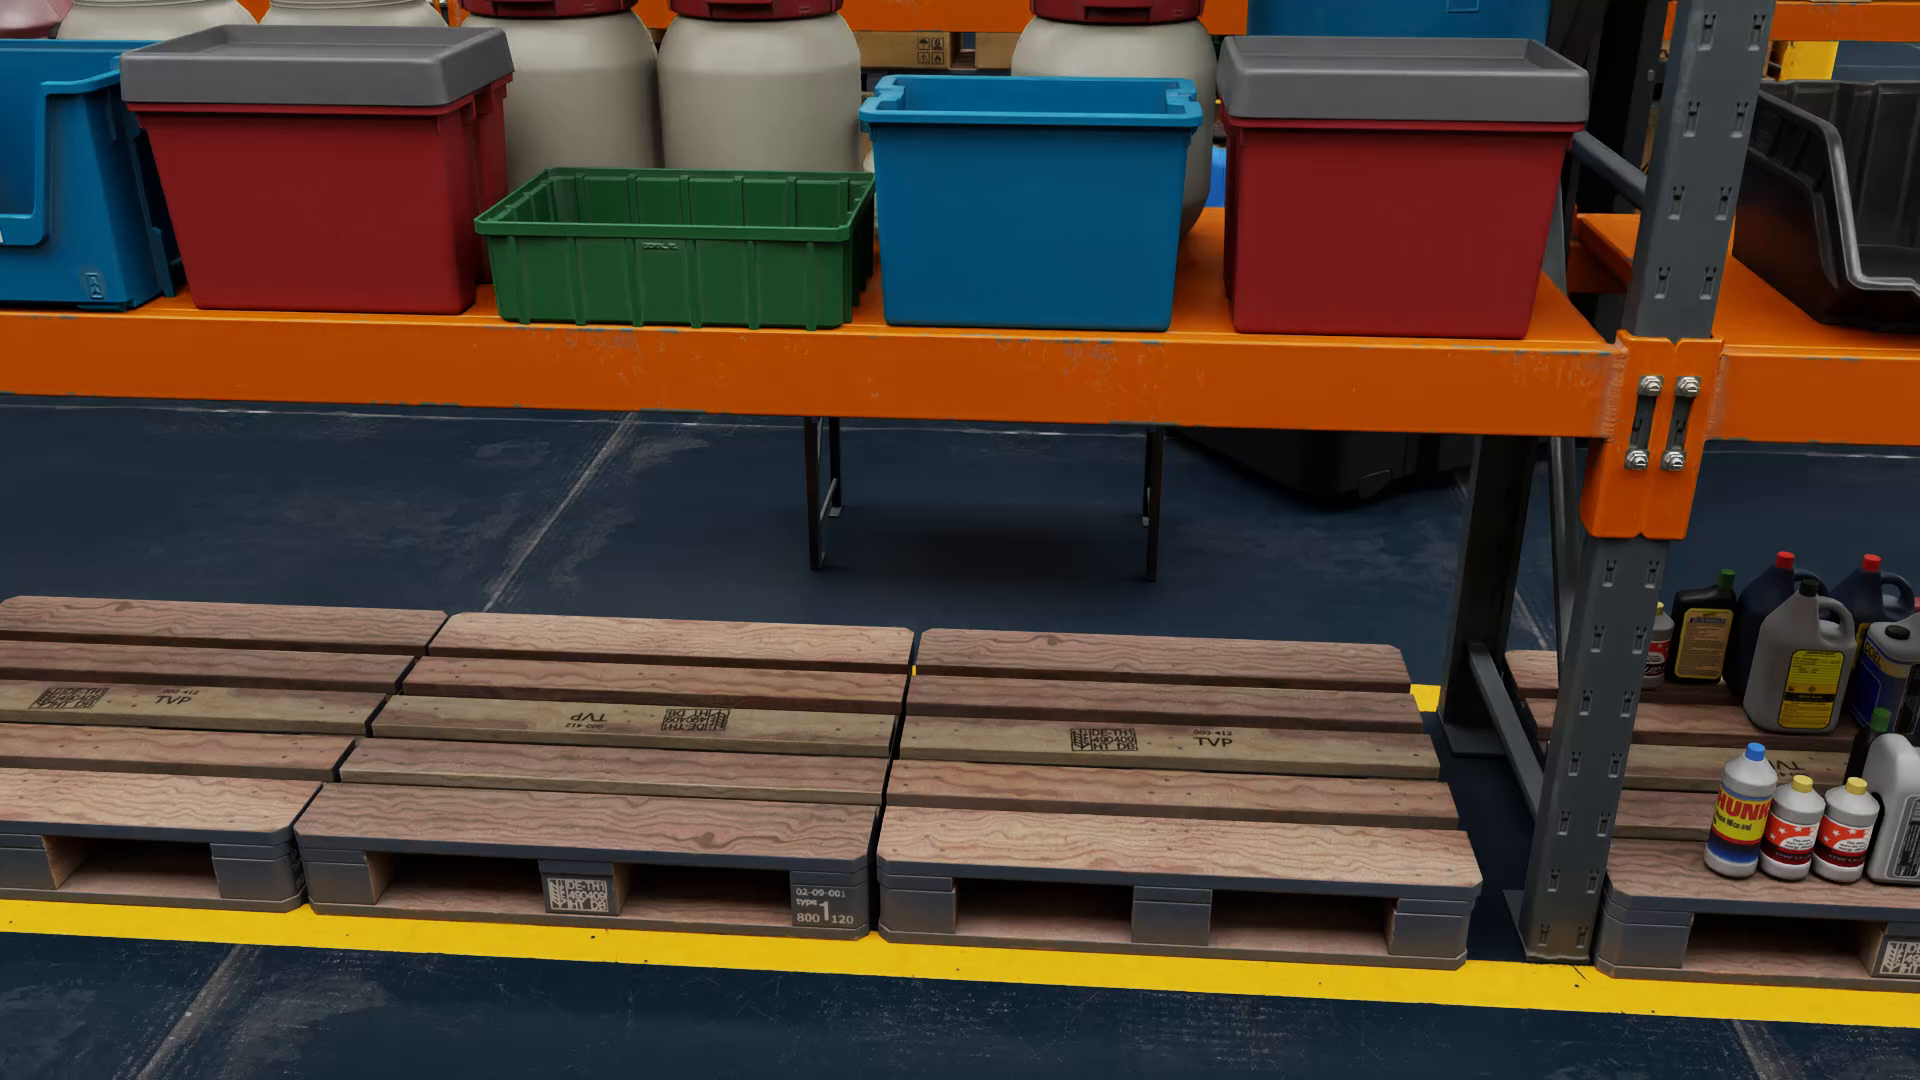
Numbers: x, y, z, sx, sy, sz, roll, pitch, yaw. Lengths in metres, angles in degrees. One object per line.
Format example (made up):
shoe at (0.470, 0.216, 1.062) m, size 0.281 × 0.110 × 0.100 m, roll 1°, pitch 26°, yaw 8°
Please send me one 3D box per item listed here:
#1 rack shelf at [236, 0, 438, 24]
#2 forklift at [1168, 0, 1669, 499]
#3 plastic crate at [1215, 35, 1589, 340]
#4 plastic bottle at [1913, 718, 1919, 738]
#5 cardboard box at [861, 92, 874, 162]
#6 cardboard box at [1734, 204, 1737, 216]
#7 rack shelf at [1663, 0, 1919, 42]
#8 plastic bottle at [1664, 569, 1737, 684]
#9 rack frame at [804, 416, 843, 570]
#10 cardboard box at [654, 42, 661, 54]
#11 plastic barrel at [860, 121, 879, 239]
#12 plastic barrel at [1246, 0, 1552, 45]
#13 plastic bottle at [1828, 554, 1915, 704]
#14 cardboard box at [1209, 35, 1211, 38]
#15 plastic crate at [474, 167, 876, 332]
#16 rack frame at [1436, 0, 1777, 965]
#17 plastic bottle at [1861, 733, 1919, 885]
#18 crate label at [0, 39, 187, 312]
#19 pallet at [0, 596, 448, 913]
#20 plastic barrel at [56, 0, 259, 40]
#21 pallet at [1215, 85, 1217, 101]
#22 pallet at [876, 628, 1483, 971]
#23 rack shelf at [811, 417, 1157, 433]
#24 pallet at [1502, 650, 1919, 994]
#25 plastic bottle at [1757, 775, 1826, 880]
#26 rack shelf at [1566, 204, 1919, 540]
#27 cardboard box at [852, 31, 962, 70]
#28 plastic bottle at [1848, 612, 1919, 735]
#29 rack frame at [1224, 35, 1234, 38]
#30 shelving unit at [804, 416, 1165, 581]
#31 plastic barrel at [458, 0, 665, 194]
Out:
rack shelf at (-4.351, -2.640, 8.260) m, size 4.000 × 0.370 × 1.077 m, roll 2°, pitch 25°, yaw 4°
forklift at (2.175, -1.907, 5.888) m, size 3.031 × 2.935 × 1.130 m, roll -14°, pitch 28°, yaw -28°
plastic crate at (0.746, -0.628, 2.949) m, size 0.583 × 0.464 × 0.402 m, roll 2°, pitch 25°, yaw 4°
plastic bottle at (2.037, 0.432, 3.366) m, size 0.185 × 0.351 × 0.144 m, roll 2°, pitch 25°, yaw 4°
cardboard box at (-0.567, -1.926, 8.312) m, size 0.500 × 0.500 × 0.700 m, roll 4°, pitch 25°, yaw 8°
cardboard box at (3.777, -1.762, 7.978) m, size 0.500 × 0.500 × 0.500 m, roll 4°, pitch 25°, yaw 9°
rack shelf at (3.626, -2.384, 7.703) m, size 4.000 × 0.370 × 1.077 m, roll 2°, pitch 25°, yaw 4°
plastic bottle at (1.758, 0.202, 3.947) m, size 0.133 × 0.283 × 0.061 m, roll 3°, pitch 25°, yaw 7°
rack frame at (-0.422, -0.695, 4.966) m, size 0.032 × 1.500 × 0.500 m, roll 2°, pitch 25°, yaw 4°
cardboard box at (-1.686, -2.299, 8.224) m, size 0.500 × 0.250 × 0.500 m, roll 3°, pitch 25°, yaw 6°
plastic barrel at (-0.055, -0.754, 3.466) m, size 0.301 × 0.262 × 0.301 m, roll 0°, pitch 25°, yaw 0°
plastic barrel at (0.891, -1.077, 3.402) m, size 0.708 × 0.901 × 0.600 m, roll 2°, pitch 25°, yaw 4°
plastic bottle at (2.108, 0.200, 3.870) m, size 0.185 × 0.351 × 0.144 m, roll 1°, pitch 25°, yaw 1°
cardboard box at (1.486, -3.990, 12.522) m, size 0.750 × 0.750 × 1.050 m, roll 2°, pitch 25°, yaw 4°
plastic crate at (-0.505, -0.552, 3.115) m, size 0.662 × 0.188 × 0.450 m, roll 2°, pitch 25°, yaw 4°
rack frame at (1.253, -0.710, 3.206) m, size 0.127 × 3.000 × 1.000 m, roll 2°, pitch 25°, yaw 4°
plastic bottle at (1.861, 0.519, 3.266) m, size 0.135 × 0.276 × 0.152 m, roll 3°, pitch 25°, yaw 6°
crate label at (-1.766, -0.710, 3.162) m, size 0.616 × 0.435 × 0.502 m, roll 2°, pitch 25°, yaw 4°
pallet at (-1.966, 0.469, 3.978) m, size 1.213 × 0.211 × 1.003 m, roll 2°, pitch 25°, yaw 4°
plastic barrel at (-1.694, -0.945, 3.582) m, size 0.421 × 0.512 × 0.421 m, roll 0°, pitch 25°, yaw 0°
pallet at (1.337, -3.565, 12.746) m, size 1.213 × 0.211 × 1.003 m, roll 2°, pitch 25°, yaw 4°
pallet at (0.467, 0.547, 3.808) m, size 1.213 × 0.211 × 1.003 m, roll 2°, pitch 25°, yaw 4°
rack shelf at (0.085, -0.515, 5.006) m, size 1.000 × 0.185 × 0.538 m, roll 2°, pitch 25°, yaw 4°
pallet at (1.919, 0.595, 3.704) m, size 1.213 × 0.211 × 1.003 m, roll 2°, pitch 25°, yaw 4°
plastic bottle at (1.638, 0.557, 3.272) m, size 0.097 × 0.201 × 0.097 m, roll 0°, pitch 25°, yaw 0°
rack shelf at (3.247, -0.320, 3.217) m, size 4.000 × 0.370 × 1.077 m, roll 2°, pitch 25°, yaw 4°
cardboard box at (-0.404, -4.052, 12.657) m, size 0.750 × 0.750 × 1.050 m, roll 2°, pitch 25°, yaw 5°
plastic bottle at (2.122, 0.296, 3.750) m, size 0.135 × 0.276 × 0.152 m, roll 2°, pitch 25°, yaw 4°
rack frame at (2.112, -4.839, 12.177) m, size 0.127 × 3.000 × 1.000 m, roll 2°, pitch 25°, yaw 4°
shelving unit at (0.085, -0.679, 4.931) m, size 1.048 × 1.500 × 0.538 m, roll 2°, pitch 25°, yaw 4°
plastic barrel at (-0.847, -0.932, 3.523) m, size 0.433 × 0.535 × 0.433 m, roll 0°, pitch 25°, yaw 0°
